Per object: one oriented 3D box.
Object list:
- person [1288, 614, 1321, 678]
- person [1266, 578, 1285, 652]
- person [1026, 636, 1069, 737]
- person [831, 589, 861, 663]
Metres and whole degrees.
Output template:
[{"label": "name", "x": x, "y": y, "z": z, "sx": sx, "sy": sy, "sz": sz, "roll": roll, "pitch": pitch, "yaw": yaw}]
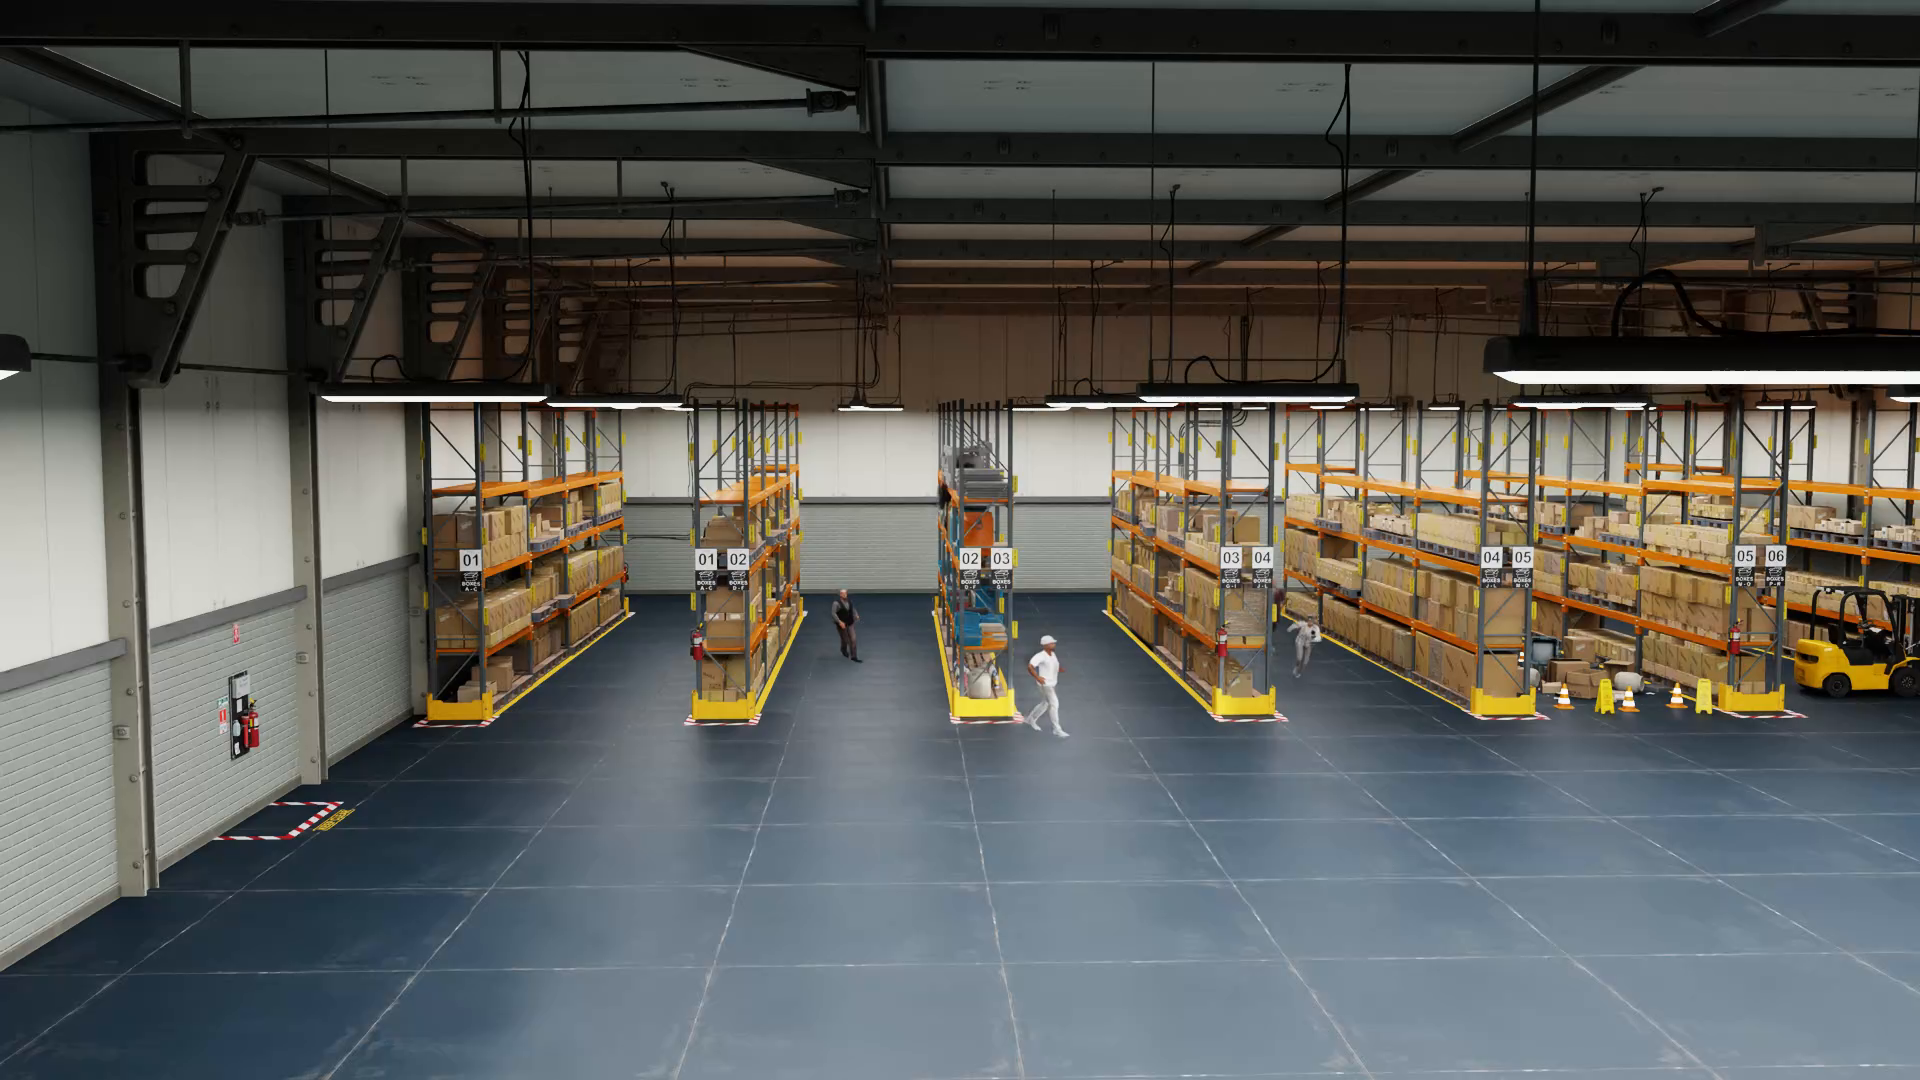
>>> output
[{"label": "person", "x": 7.426, "y": 2.282, "z": 35.734, "sx": 0.595, "sy": 1.434, "sz": 0.964, "roll": 0, "pitch": 4, "yaw": -2}, {"label": "person", "x": 7.542, "y": 1.877, "z": 40.345, "sx": 0.659, "sy": 1.584, "sz": 1.046, "roll": 0, "pitch": 4, "yaw": -4}, {"label": "person", "x": 1.531, "y": 2.578, "z": 29.483, "sx": 0.890, "sy": 1.781, "sz": 0.748, "roll": 2, "pitch": 5, "yaw": 26}, {"label": "person", "x": -2.714, "y": 1.926, "z": 38.514, "sx": 0.719, "sy": 1.613, "sz": 0.712, "roll": -2, "pitch": 5, "yaw": -29}]
